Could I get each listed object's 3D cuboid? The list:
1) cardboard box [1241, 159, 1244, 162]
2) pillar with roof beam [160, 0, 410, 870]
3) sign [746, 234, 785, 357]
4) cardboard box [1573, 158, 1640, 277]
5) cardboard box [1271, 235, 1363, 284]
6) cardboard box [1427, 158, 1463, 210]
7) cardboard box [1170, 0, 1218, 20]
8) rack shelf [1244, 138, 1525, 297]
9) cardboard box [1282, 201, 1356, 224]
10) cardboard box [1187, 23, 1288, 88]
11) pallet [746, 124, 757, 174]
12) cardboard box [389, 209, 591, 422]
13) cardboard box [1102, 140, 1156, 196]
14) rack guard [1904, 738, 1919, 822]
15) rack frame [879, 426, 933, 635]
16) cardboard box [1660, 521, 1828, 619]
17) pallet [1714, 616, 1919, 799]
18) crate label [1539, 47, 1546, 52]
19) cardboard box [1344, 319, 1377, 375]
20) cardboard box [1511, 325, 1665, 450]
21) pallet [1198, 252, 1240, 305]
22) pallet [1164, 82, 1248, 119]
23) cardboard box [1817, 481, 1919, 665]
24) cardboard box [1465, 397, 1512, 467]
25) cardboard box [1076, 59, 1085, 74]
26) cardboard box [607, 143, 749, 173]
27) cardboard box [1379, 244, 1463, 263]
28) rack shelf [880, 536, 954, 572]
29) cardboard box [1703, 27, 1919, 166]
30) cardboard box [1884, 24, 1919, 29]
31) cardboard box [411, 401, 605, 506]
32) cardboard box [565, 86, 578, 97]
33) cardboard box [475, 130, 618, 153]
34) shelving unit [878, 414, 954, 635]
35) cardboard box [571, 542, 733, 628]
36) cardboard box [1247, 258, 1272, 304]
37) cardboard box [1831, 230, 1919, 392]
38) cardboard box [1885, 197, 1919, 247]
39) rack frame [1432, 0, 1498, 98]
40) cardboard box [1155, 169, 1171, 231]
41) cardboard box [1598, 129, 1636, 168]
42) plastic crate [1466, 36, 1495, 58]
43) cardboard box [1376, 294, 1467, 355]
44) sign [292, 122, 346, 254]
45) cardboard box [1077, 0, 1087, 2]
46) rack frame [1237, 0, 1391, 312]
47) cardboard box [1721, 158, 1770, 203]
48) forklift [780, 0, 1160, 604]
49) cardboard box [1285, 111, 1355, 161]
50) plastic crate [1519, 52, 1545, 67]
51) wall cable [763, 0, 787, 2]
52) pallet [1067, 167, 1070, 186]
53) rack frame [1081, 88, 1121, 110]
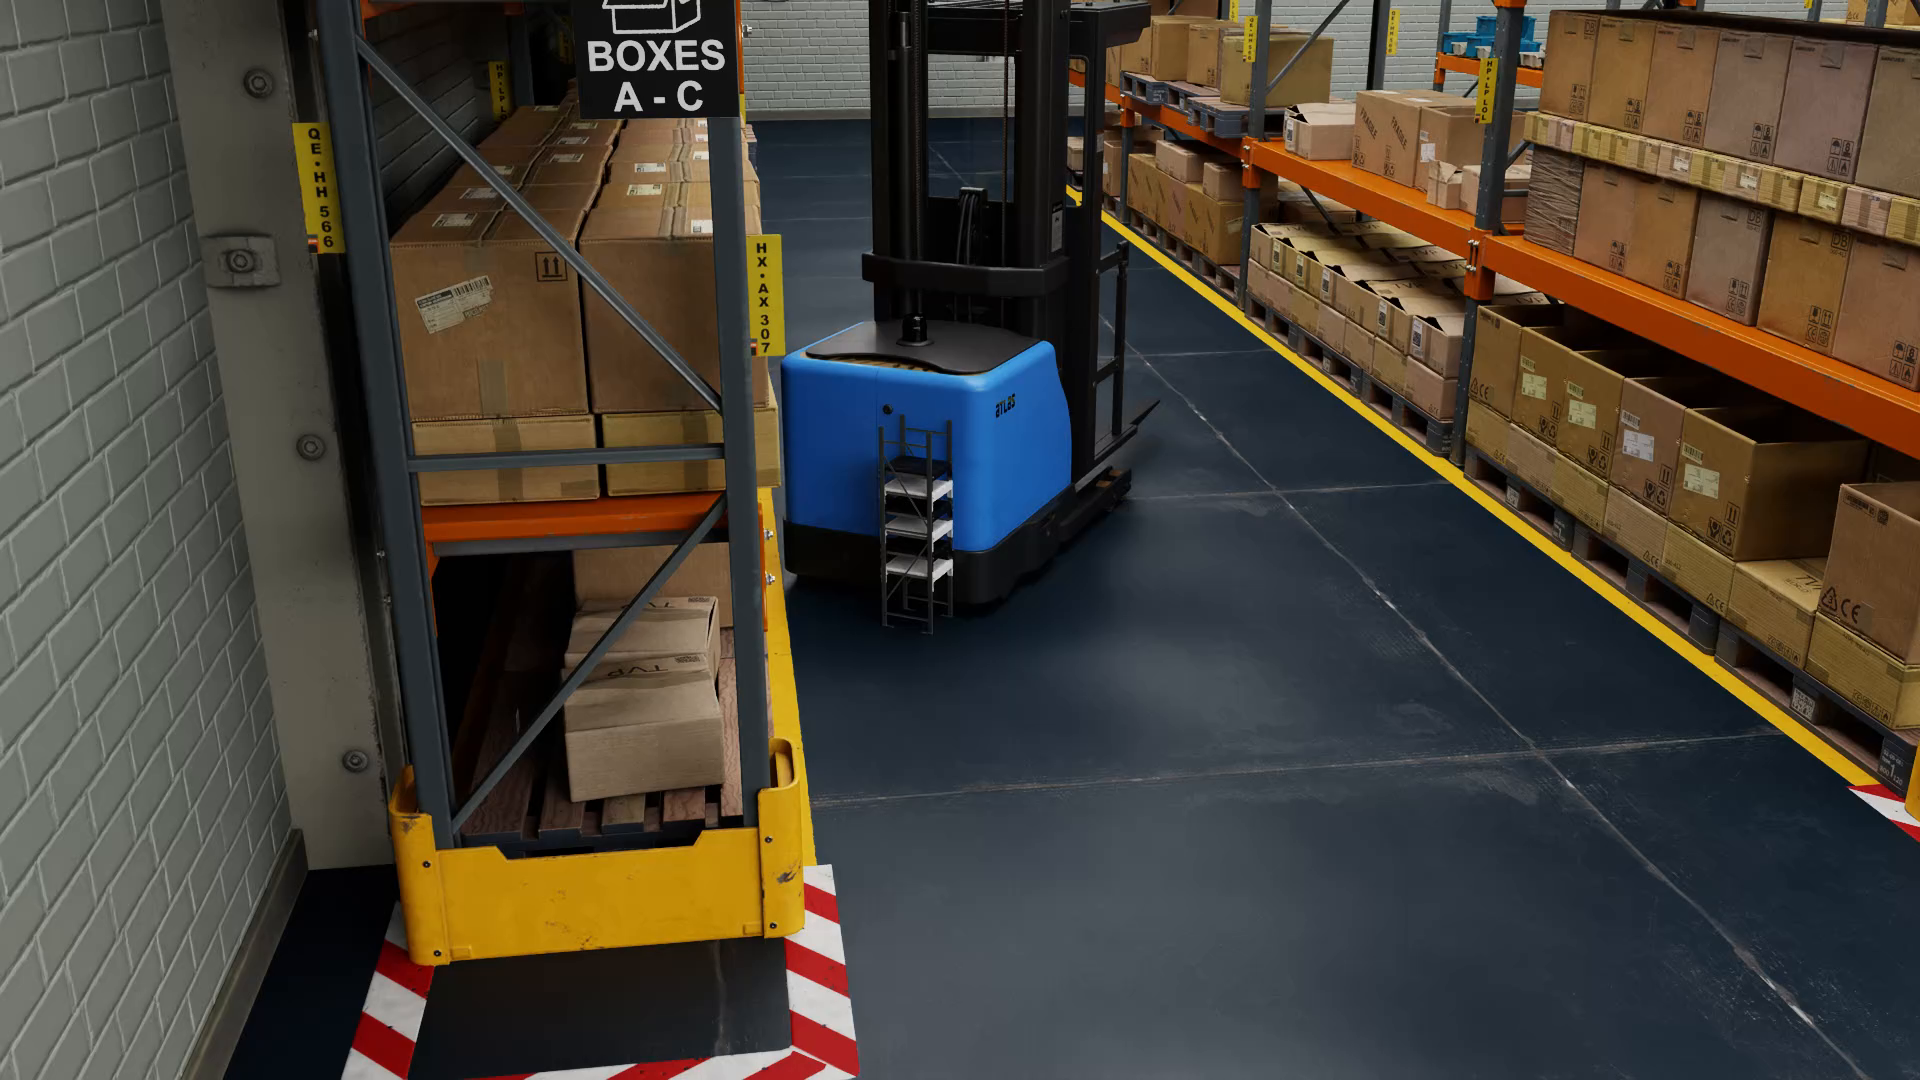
[{"bbox_3d":[2.531,-3.330,15.788,0.500,0.500,0.500,-3,21,-8],"label":"cardboard box"},{"bbox_3d":[2.245,-3.443,4.573,9.100,9.000,0.400,-3,21,-8],"label":"pillar with roof beam"},{"bbox_3d":[-0.521,-0.650,4.431,0.100,0.325,0.005,-3,21,-8],"label":"sign"},{"bbox_3d":[3.419,-1.564,7.974,0.700,0.500,0.500,-3,21,-8],"label":"cardboard box"},{"bbox_3d":[2.559,-2.032,11.896,0.500,0.311,0.500,-3,21,-9],"label":"cardboard box"},{"bbox_3d":[2.958,-2.085,9.704,0.396,0.266,0.258,-3,21,-9],"label":"cardboard box"},{"bbox_3d":[2.324,-5.315,16.588,0.500,0.500,0.500,-2,21,-6],"label":"cardboard box"},{"bbox_3d":[2.978,-2.208,10.870,1.077,0.370,4.000,-3,21,-8],"label":"rack shelf"},{"bbox_3d":[2.907,-2.445,13.419,0.500,0.500,0.500,-2,21,-5],"label":"cardboard box"},{"bbox_3d":[2.429,-4.258,14.586,0.700,0.500,0.500,-8,22,-21],"label":"cardboard box"},{"bbox_3d":[-2.003,-2.655,11.313,1.213,0.211,1.003,-3,21,-8],"label":"pallet"},{"bbox_3d":[-1.337,-0.660,4.809,0.500,0.500,0.500,-3,21,-8],"label":"cardboard box"},{"bbox_3d":[1.751,-3.841,17.156,0.500,0.500,0.500,-3,21,-8],"label":"cardboard box"},{"bbox_3d":[3.847,0.711,5.597,1.175,0.500,0.348,-3,21,-8],"label":"rack guard"},{"bbox_3d":[-0.227,-0.033,7.019,0.240,0.900,0.006,9,22,23],"label":"rack frame"},{"bbox_3d":[3.316,0.107,6.972,0.500,0.250,0.500,-3,21,-8],"label":"cardboard box"},{"bbox_3d":[3.692,0.576,6.373,1.003,0.211,1.213,-3,21,-8],"label":"pallet"},{"bbox_3d":[6.827,-5.691,19.458,0.396,0.136,0.243,-3,21,-8],"label":"crate label"},{"bbox_3d":[2.775,-1.243,10.586,0.500,0.250,0.500,-2,21,-7],"label":"cardboard box"},{"bbox_3d":[3.103,-0.764,8.232,0.500,0.500,0.500,-3,21,-8],"label":"cardboard box"},{"bbox_3d":[2.620,-2.192,13.783,1.003,0.211,1.213,-3,21,-8],"label":"pallet"},{"bbox_3d":[2.405,-3.821,14.434,1.003,0.211,1.213,-3,21,-8],"label":"pallet"},{"bbox_3d":[3.471,0.101,5.915,0.500,0.500,0.500,-3,21,-8],"label":"cardboard box"},{"bbox_3d":[3.033,-0.586,8.827,0.500,0.250,0.500,-3,21,-8],"label":"cardboard box"},{"bbox_3d":[1.559,-5.362,18.143,0.500,0.500,0.500,-3,21,-7],"label":"cardboard box"},{"bbox_3d":[-1.045,-1.217,6.300,0.500,0.500,0.500,-2,21,-6],"label":"cardboard box"},{"bbox_3d":[3.161,-1.886,11.506,0.500,0.311,0.500,-3,21,-8],"label":"cardboard box"},{"bbox_3d":[-0.186,0.050,7.149,0.258,0.077,0.200,9,22,23],"label":"rack shelf"},{"bbox_3d":[3.554,-1.833,6.839,0.700,0.500,0.500,-3,21,-8],"label":"cardboard box"},{"bbox_3d":[11.293,-6.041,19.894,0.500,0.250,0.500,-4,21,-10],"label":"cardboard box"},{"bbox_3d":[-1.317,-0.308,4.939,0.500,0.250,0.500,-3,21,-7],"label":"cardboard box"},{"bbox_3d":[-1.748,-2.226,9.118,0.700,0.500,0.500,-1,20,-2],"label":"cardboard box"},{"bbox_3d":[-1.637,-1.367,6.702,0.500,0.500,0.500,-2,21,-6],"label":"cardboard box"},{"bbox_3d":[-0.186,-0.066,7.105,0.258,0.900,0.210,9,22,23],"label":"shelving unit"},{"bbox_3d":[-1.207,0.050,6.739,0.700,0.500,0.500,-4,21,-11],"label":"cardboard box"},{"bbox_3d":[2.475,-1.950,12.480,0.500,0.250,0.500,-3,21,-8],"label":"cardboard box"},{"bbox_3d":[3.708,-0.859,6.085,0.700,0.500,0.500,-2,21,-6],"label":"cardboard box"},{"bbox_3d":[3.523,-1.120,5.859,0.380,0.149,0.250,-3,21,-9],"label":"cardboard box"},{"bbox_3d":[6.439,-6.256,20.679,1.000,3.000,0.127,-3,21,-8],"label":"rack frame"},{"bbox_3d":[2.094,-3.121,15.228,0.500,0.500,0.500,-3,21,-7],"label":"cardboard box"},{"bbox_3d":[3.228,-1.834,7.769,0.380,0.149,0.250,-3,21,-8],"label":"cardboard box"},{"bbox_3d":[6.244,-5.876,19.815,0.416,0.233,0.300,-3,21,-8],"label":"plastic crate"},{"bbox_3d":[2.843,-1.330,10.018,0.500,0.311,0.500,-2,21,-6],"label":"cardboard box"},{"bbox_3d":[-1.610,-0.886,4.195,0.100,0.325,0.005,-3,21,-8],"label":"sign"},{"bbox_3d":[1.564,-5.826,17.956,0.500,0.500,0.500,-3,21,-8],"label":"cardboard box"},{"bbox_3d":[2.690,-3.238,12.598,1.000,3.000,0.127,-3,21,-8],"label":"rack frame"},{"bbox_3d":[3.374,-1.478,6.817,0.380,0.149,0.250,-3,21,-8],"label":"cardboard box"},{"bbox_3d":[0.257,-1.572,8.237,1.130,2.935,3.031,9,22,23],"label":"forklift"},{"bbox_3d":[2.627,-2.877,11.758,0.500,0.311,0.500,-3,21,-8],"label":"cardboard box"},{"bbox_3d":[6.467,-5.364,18.581,0.293,0.136,0.466,-3,21,-8],"label":"plastic crate"},{"bbox_3d":[-3.826,-9.089,24.127,3.097,2.526,0.112,-3,21,-8],"label":"wall cable"},{"bbox_3d":[1.664,-4.399,19.693,1.003,0.211,1.213,-3,21,-8],"label":"pallet"},{"bbox_3d":[1.537,-6.008,20.014,1.000,3.000,0.127,-3,21,-8],"label":"rack frame"}]
